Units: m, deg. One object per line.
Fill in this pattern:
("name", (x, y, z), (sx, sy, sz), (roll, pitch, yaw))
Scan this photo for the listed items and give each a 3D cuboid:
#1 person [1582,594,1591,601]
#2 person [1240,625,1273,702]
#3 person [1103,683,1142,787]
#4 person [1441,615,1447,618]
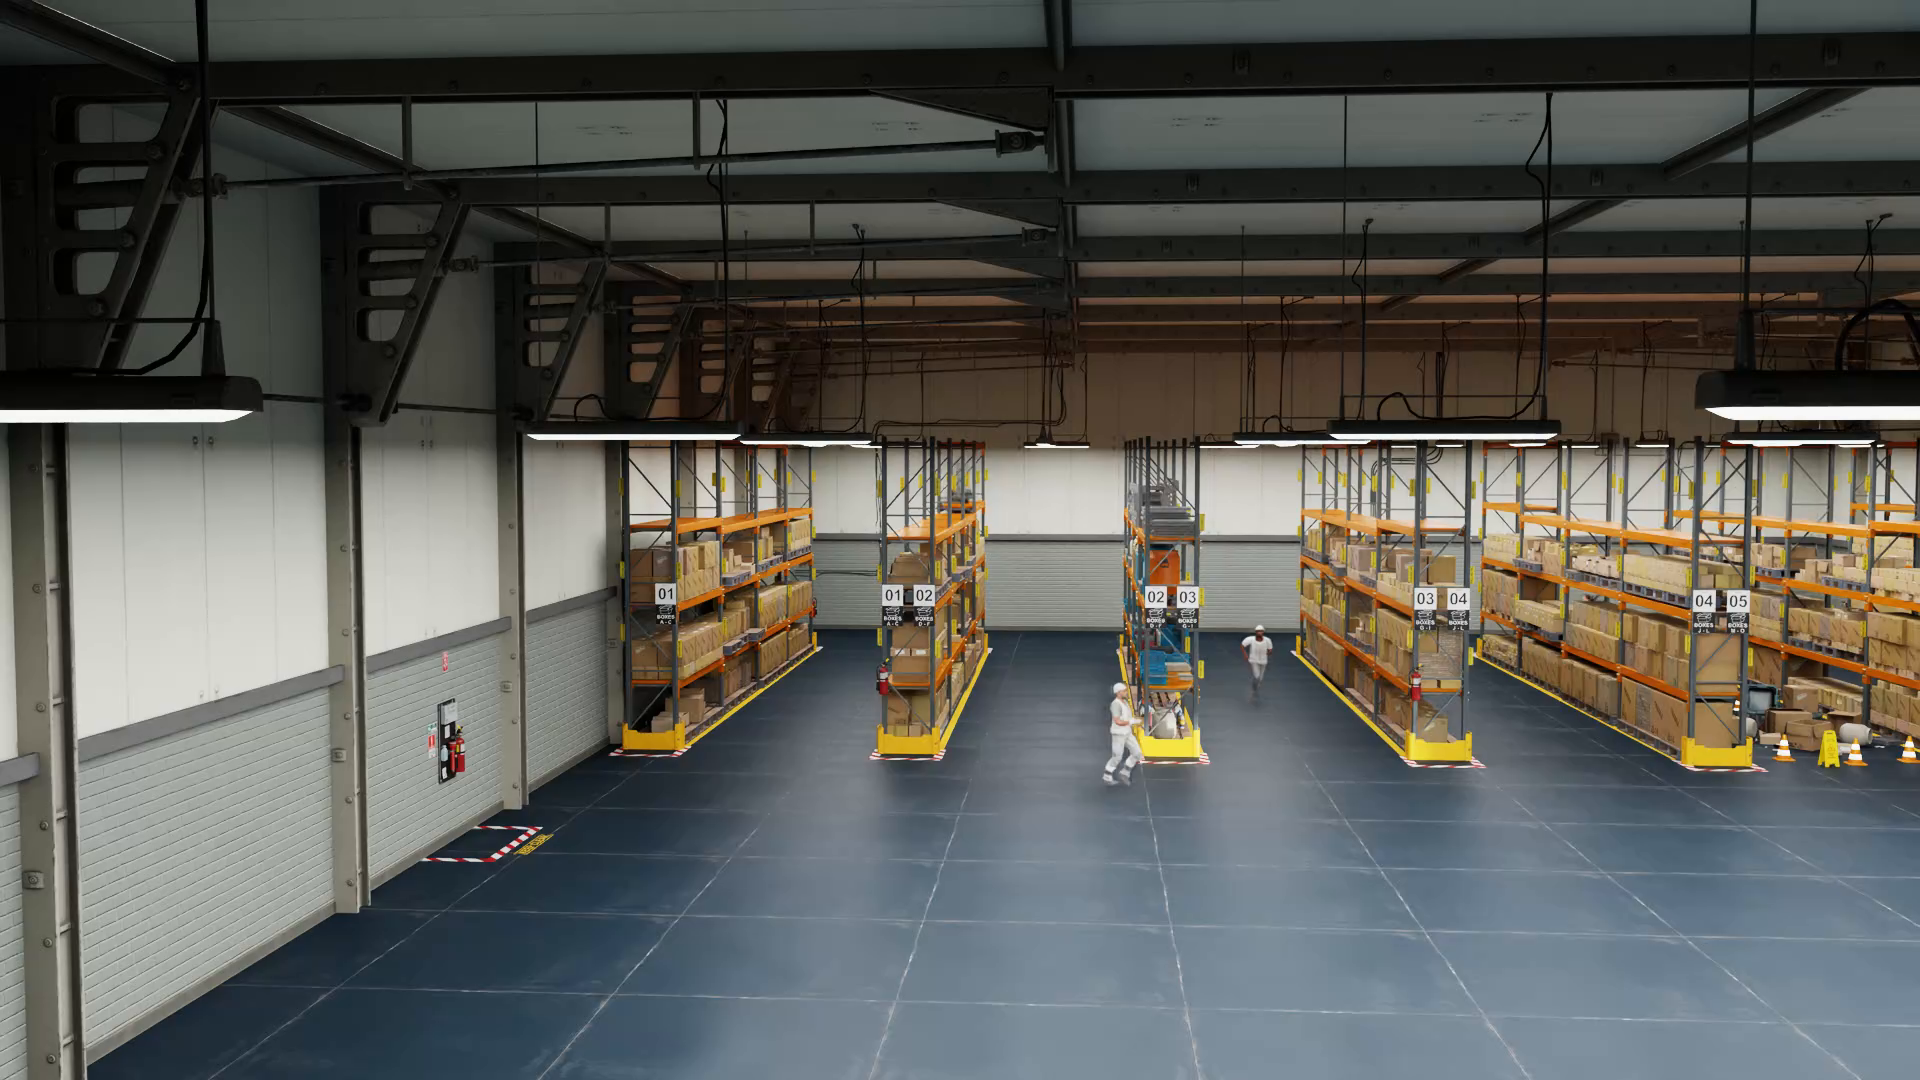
("person", (17.822, 2.367, 47.273), (0.672, 1.656, 0.547), (0, 3, 7))
("person", (6.812, 2.818, 37.986), (0.683, 1.756, 0.738), (-1, 3, -10))
("person", (2.770, 3.317, 28.214), (0.711, 1.794, 0.639), (2, 4, 30))
("person", (13.088, 2.472, 44.695), (0.653, 1.773, 0.763), (0, 3, 7))
